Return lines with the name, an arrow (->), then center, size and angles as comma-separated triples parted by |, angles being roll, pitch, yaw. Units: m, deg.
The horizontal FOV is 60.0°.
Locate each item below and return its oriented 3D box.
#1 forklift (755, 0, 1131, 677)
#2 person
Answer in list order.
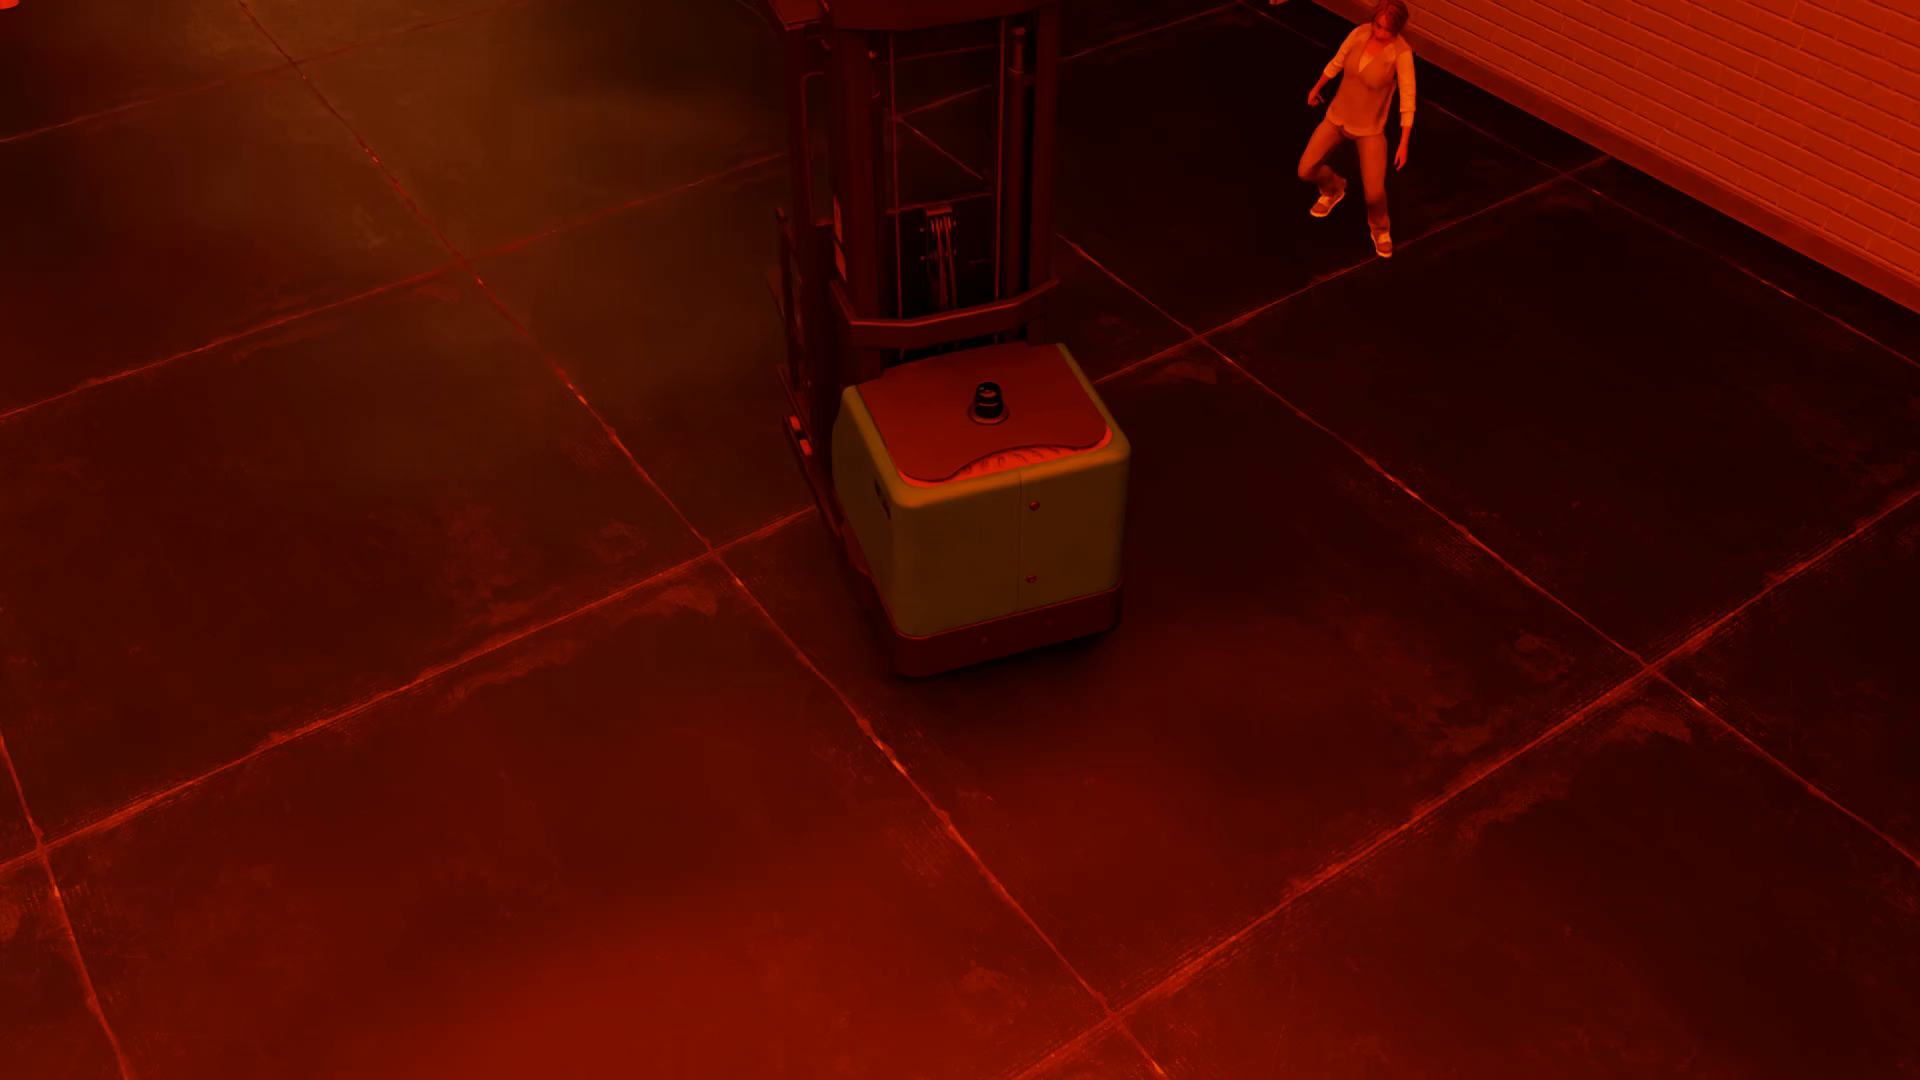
forklift -> -0.252, -1.501, 7.344 | 1.130, 2.935, 3.031 | -13, 44, -14
person -> 2.235, -2.356, 9.331 | 0.452, 1.511, 0.754 | -32, 52, -30
